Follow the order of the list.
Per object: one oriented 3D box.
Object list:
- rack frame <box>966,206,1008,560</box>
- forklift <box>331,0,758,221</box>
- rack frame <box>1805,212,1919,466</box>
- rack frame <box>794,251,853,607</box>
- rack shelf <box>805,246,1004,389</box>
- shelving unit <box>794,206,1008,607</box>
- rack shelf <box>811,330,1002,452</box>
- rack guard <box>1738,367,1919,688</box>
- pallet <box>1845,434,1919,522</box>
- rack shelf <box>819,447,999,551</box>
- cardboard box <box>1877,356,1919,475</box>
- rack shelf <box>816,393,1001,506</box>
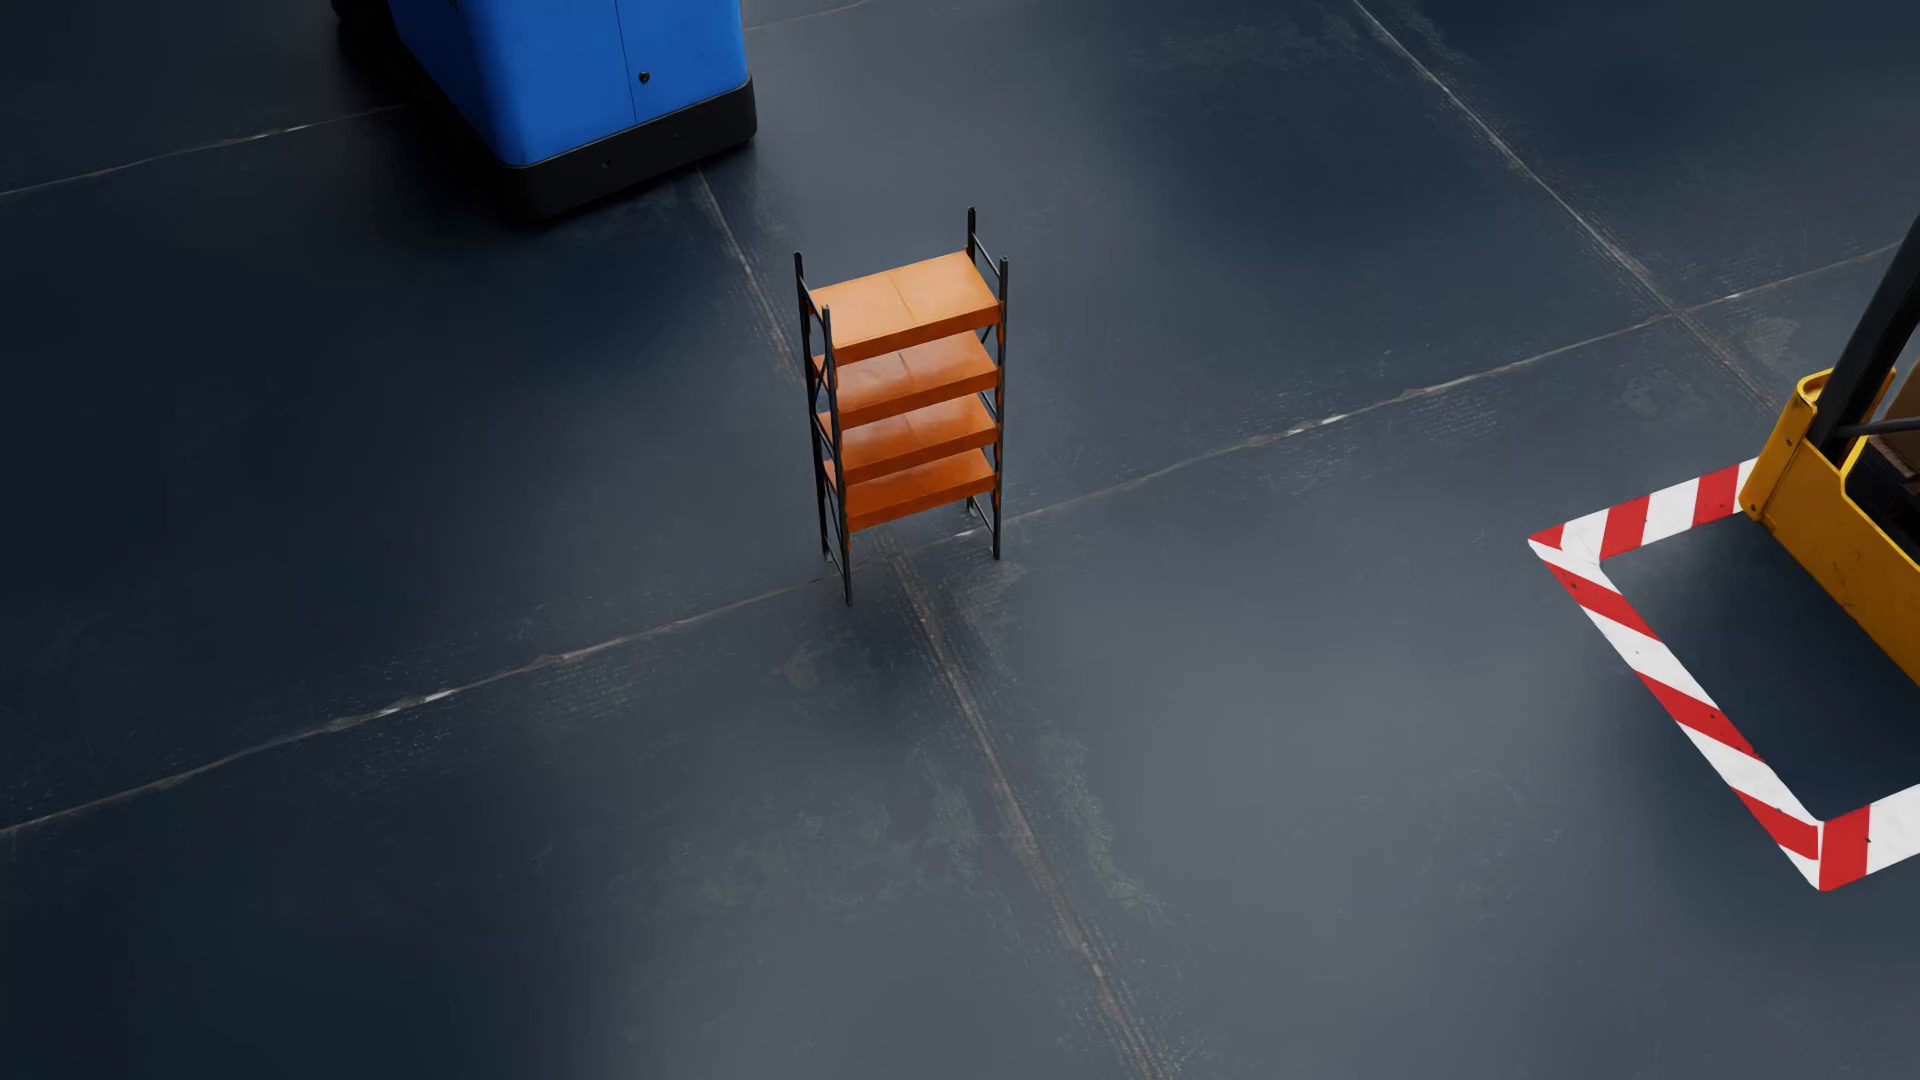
[{"bbox_3d":[0.073,-0.413,4.814,0.015,1.200,0.240,-17,52,-14],"label":"rack frame"},{"bbox_3d":[-2.041,-3.233,6.094,1.130,2.935,3.031,-27,55,-21],"label":"forklift"},{"bbox_3d":[2.797,-0.740,3.908,0.127,3.000,1.000,-17,52,-14],"label":"rack frame"},{"bbox_3d":[-0.379,-0.273,4.694,0.015,1.200,0.240,-17,52,-14],"label":"rack frame"},{"bbox_3d":[-0.153,-0.599,4.456,0.480,0.148,0.258,-17,52,-14],"label":"rack shelf"},{"bbox_3d":[-0.153,-0.343,4.754,0.503,1.200,0.258,-17,52,-14],"label":"shelving unit"},{"bbox_3d":[-0.153,-0.445,4.635,0.480,0.148,0.258,-17,52,-14],"label":"rack shelf"},{"bbox_3d":[2.867,0.053,4.875,0.348,0.500,1.175,-17,52,-14],"label":"rack guard"},{"bbox_3d":[3.605,-0.082,5.182,1.213,0.211,1.003,-17,52,-14],"label":"pallet"},{"bbox_3d":[-0.153,-0.170,4.956,0.480,0.148,0.258,-17,52,-14],"label":"rack shelf"},{"bbox_3d":[3.207,-0.397,4.972,0.500,0.500,0.500,-17,52,-14],"label":"cardboard box"},{"bbox_3d":[-0.153,-0.300,4.805,0.480,0.148,0.258,-17,52,-14],"label":"rack shelf"}]
